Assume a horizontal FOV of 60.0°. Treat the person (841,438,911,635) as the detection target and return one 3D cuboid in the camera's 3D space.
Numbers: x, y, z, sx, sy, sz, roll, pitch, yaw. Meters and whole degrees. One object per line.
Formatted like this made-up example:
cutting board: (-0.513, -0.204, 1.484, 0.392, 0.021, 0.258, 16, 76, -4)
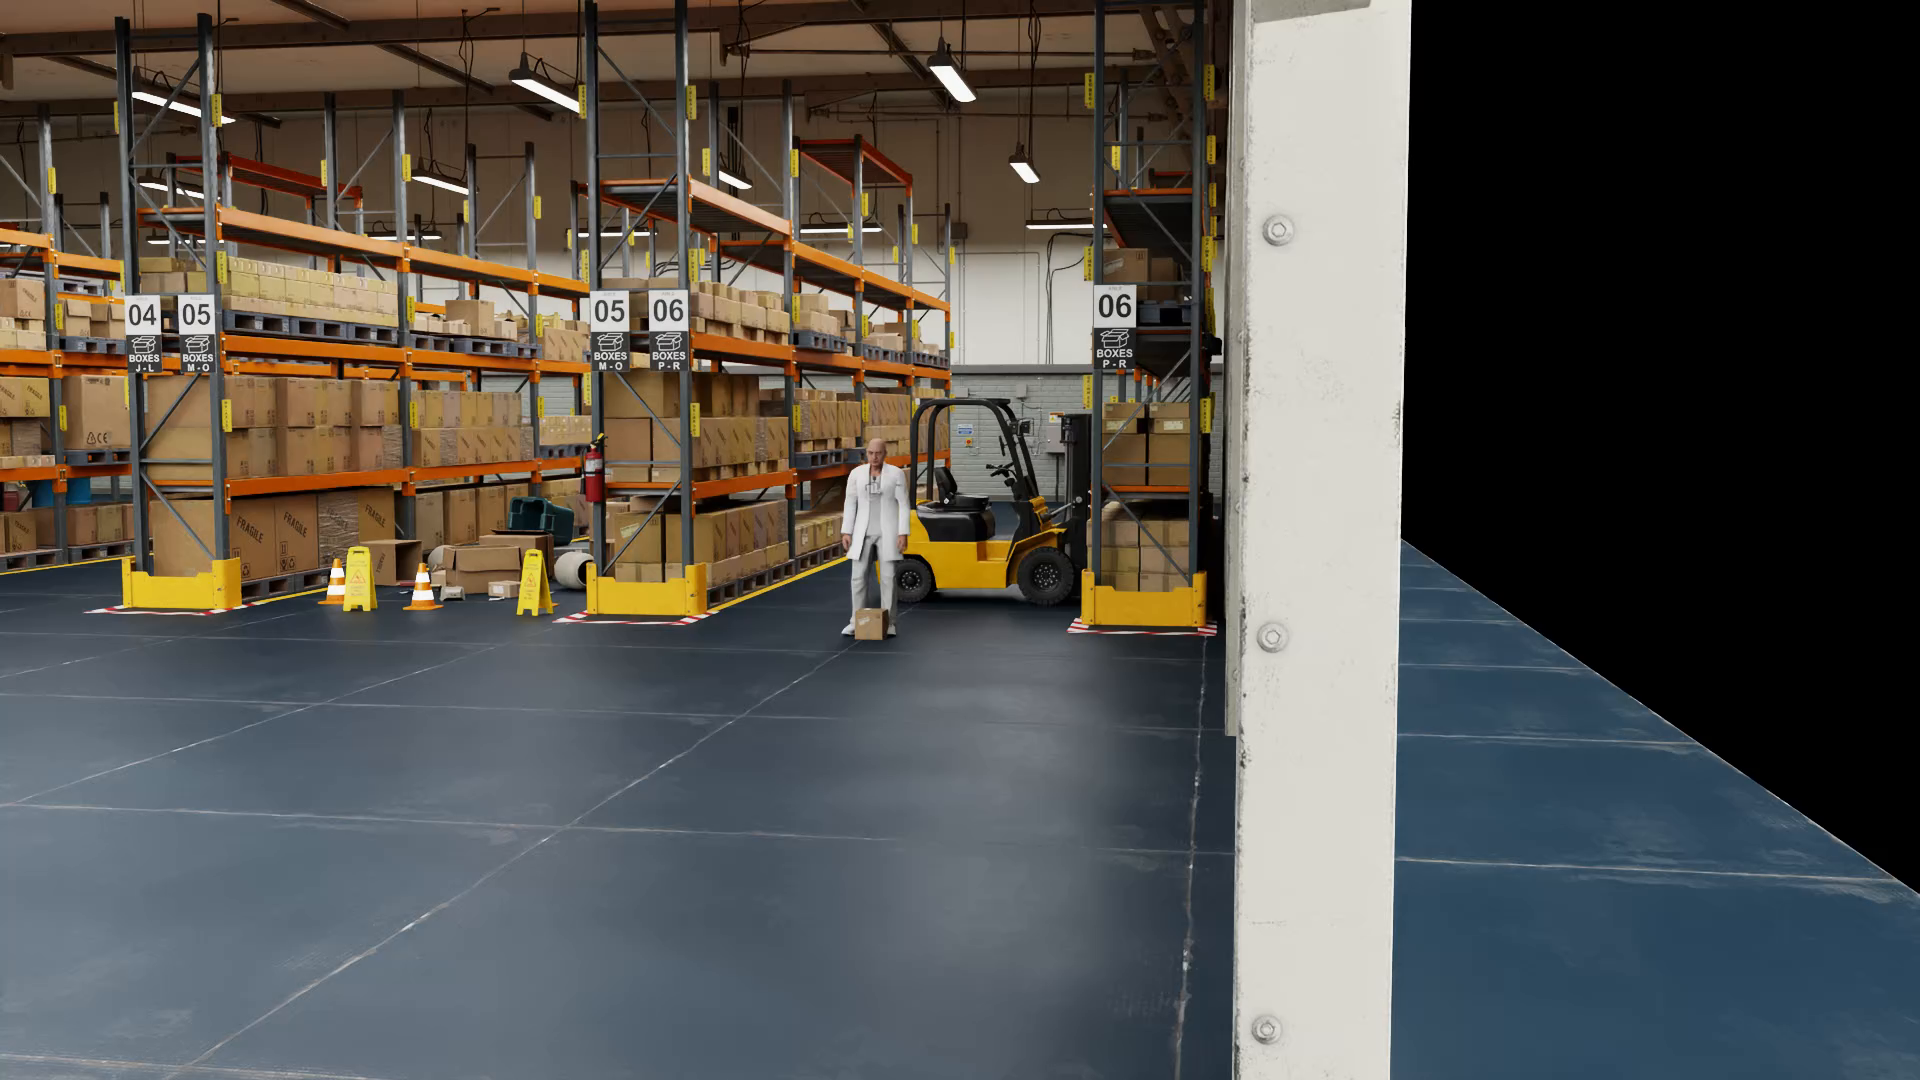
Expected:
person: (-0.757, 0.067, 15.000, 0.642, 1.577, 0.421, 1, 4, 9)
